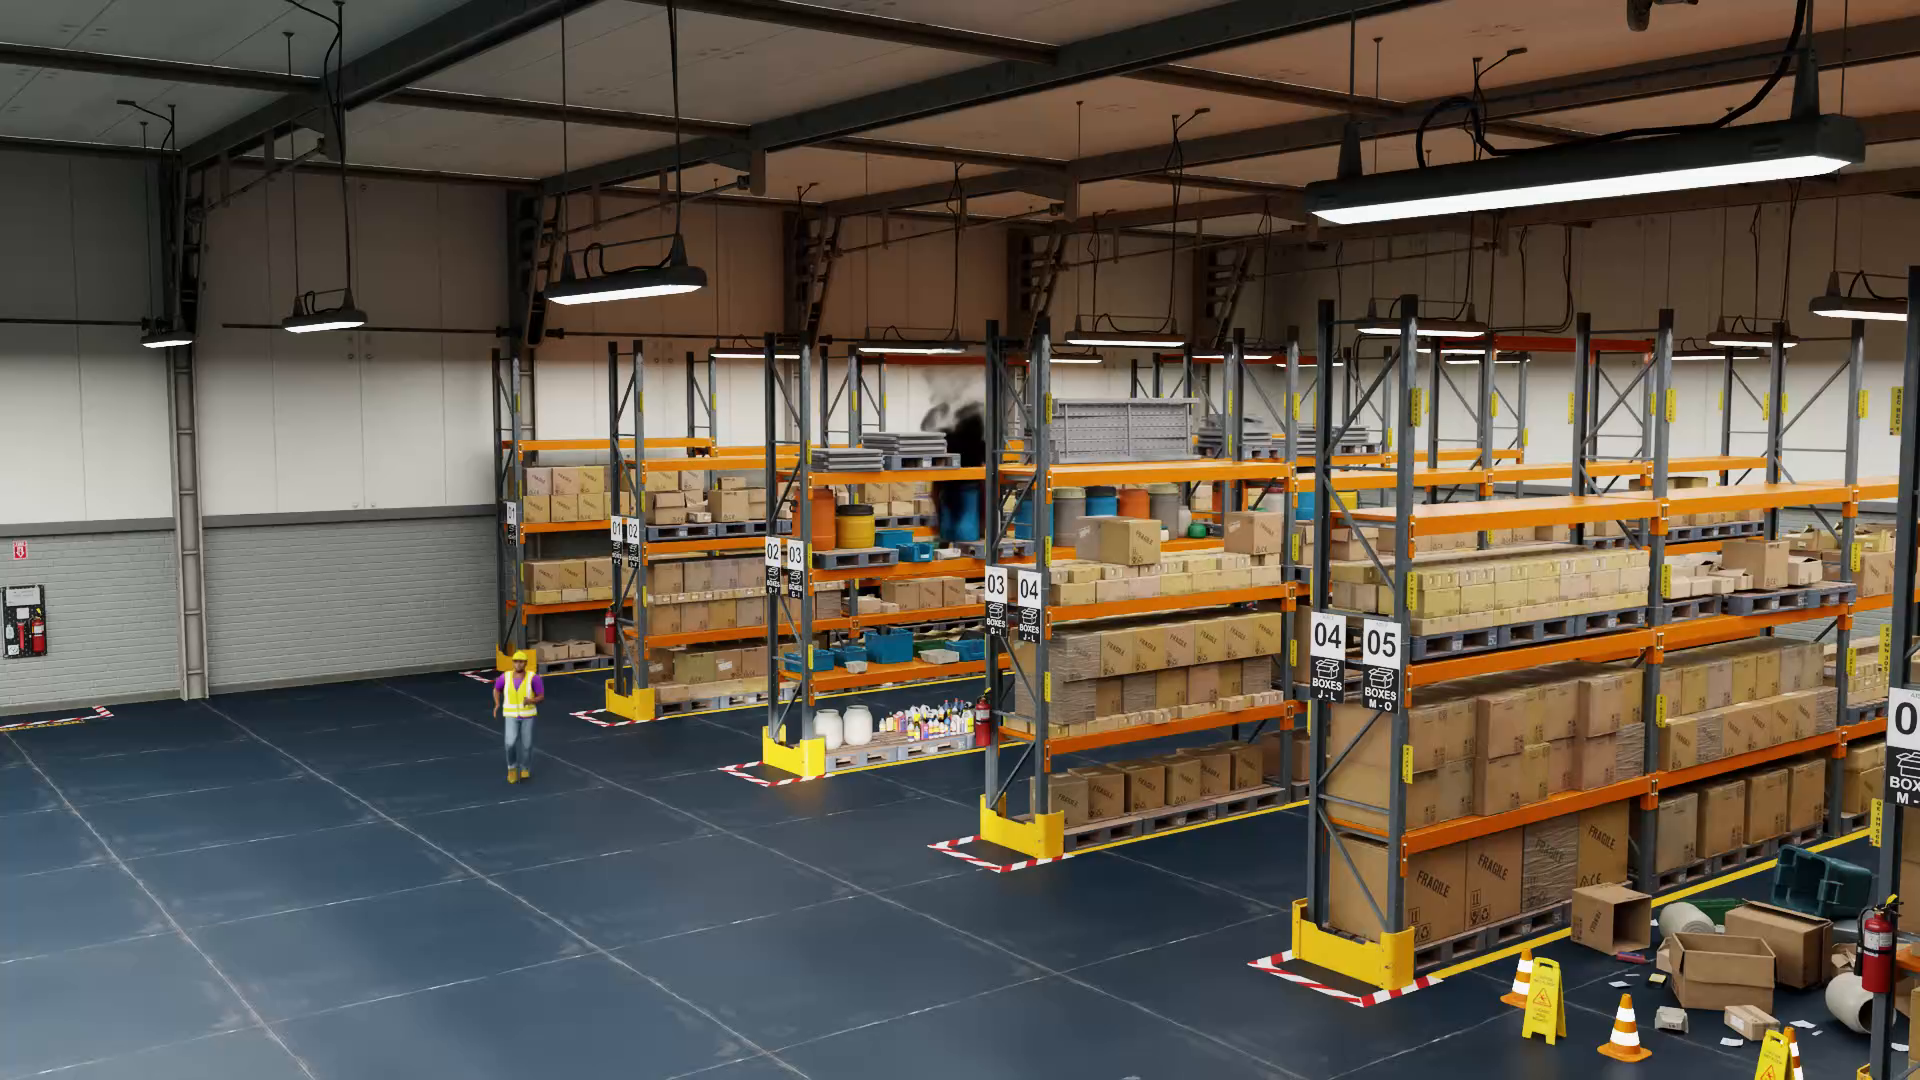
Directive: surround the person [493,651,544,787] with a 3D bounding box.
[{"bbox_3d":[-5.835,2.359,21.992,0.670,1.801,0.732,-1,5,-12],"label":"person"}]
